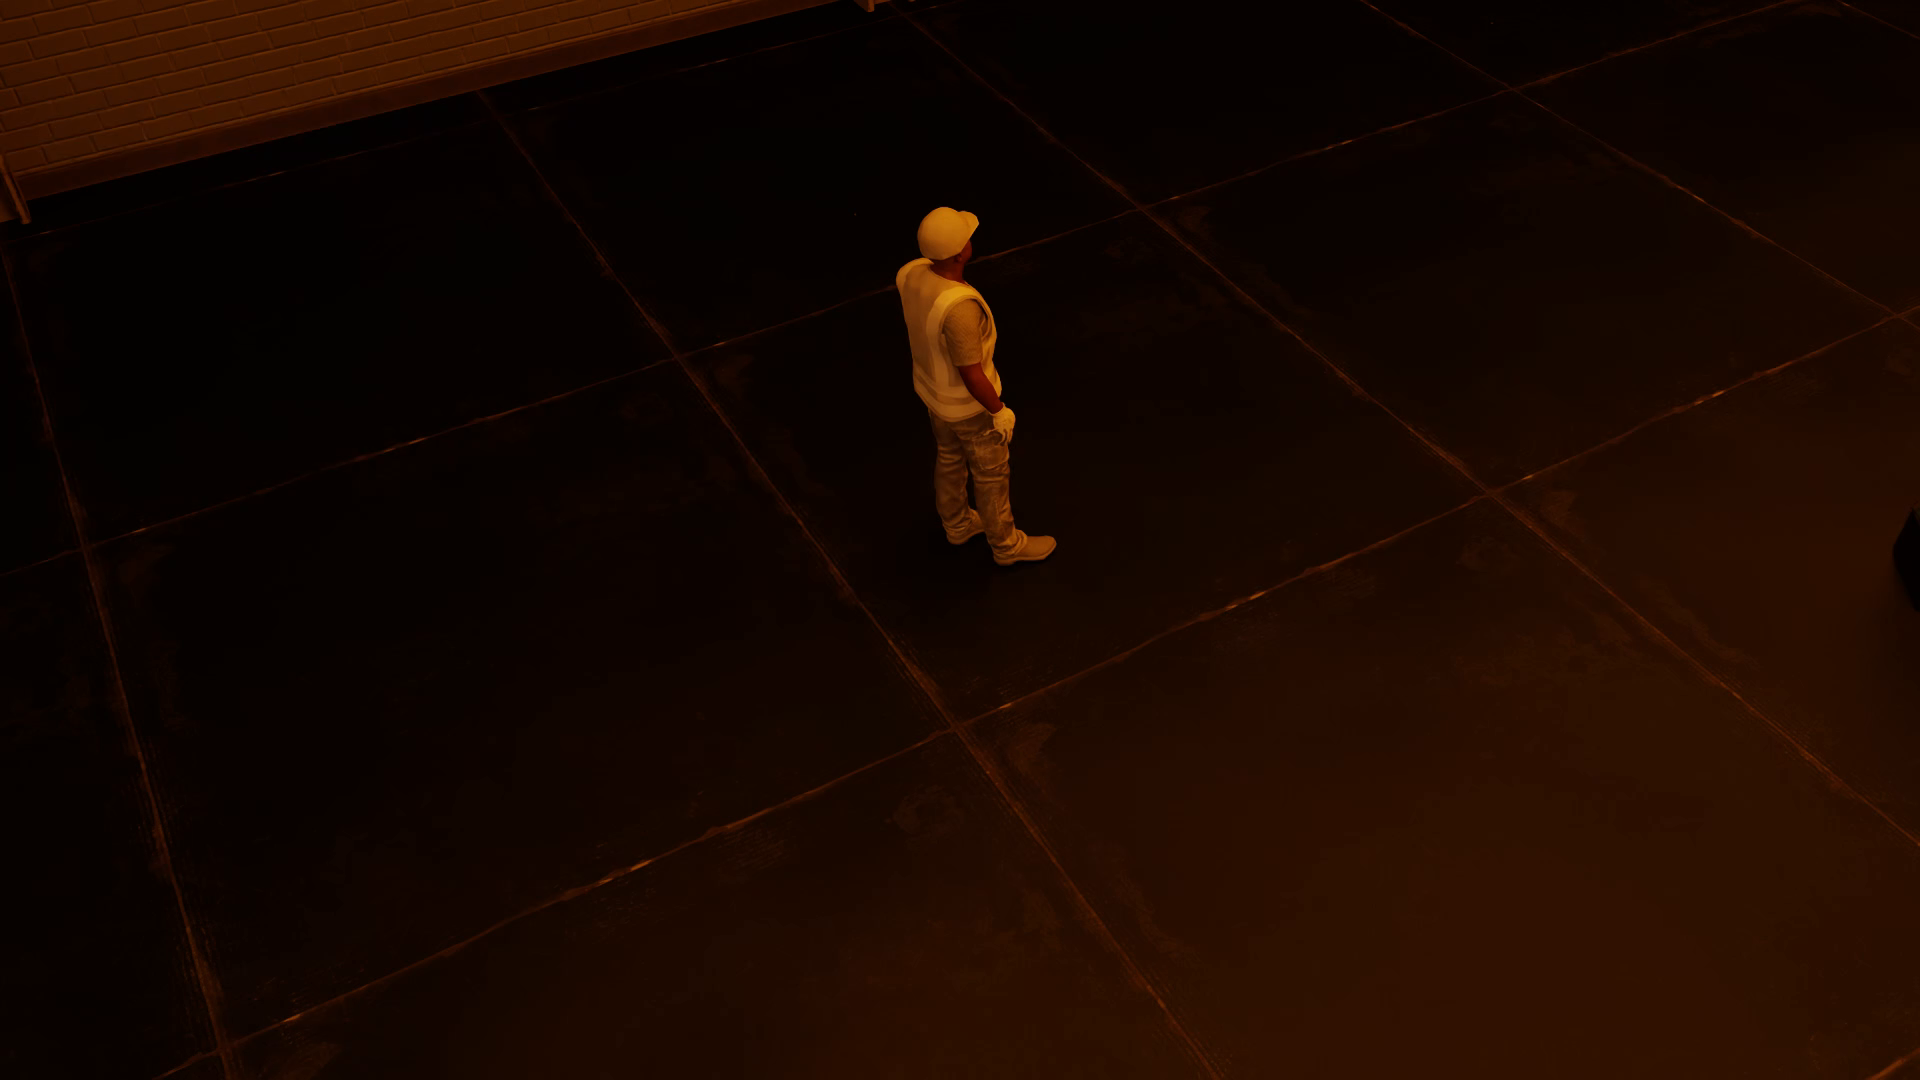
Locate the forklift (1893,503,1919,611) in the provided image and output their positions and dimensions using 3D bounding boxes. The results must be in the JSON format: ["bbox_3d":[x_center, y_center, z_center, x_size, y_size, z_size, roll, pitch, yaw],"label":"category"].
[{"bbox_3d":[5.776,-0.568,6.310,3.031,2.935,1.130,4,43,4],"label":"forklift"}]

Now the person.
[{"bbox_3d":[0.067,-0.678,7.262,0.577,1.782,0.656,-21,47,-21],"label":"person"}]
